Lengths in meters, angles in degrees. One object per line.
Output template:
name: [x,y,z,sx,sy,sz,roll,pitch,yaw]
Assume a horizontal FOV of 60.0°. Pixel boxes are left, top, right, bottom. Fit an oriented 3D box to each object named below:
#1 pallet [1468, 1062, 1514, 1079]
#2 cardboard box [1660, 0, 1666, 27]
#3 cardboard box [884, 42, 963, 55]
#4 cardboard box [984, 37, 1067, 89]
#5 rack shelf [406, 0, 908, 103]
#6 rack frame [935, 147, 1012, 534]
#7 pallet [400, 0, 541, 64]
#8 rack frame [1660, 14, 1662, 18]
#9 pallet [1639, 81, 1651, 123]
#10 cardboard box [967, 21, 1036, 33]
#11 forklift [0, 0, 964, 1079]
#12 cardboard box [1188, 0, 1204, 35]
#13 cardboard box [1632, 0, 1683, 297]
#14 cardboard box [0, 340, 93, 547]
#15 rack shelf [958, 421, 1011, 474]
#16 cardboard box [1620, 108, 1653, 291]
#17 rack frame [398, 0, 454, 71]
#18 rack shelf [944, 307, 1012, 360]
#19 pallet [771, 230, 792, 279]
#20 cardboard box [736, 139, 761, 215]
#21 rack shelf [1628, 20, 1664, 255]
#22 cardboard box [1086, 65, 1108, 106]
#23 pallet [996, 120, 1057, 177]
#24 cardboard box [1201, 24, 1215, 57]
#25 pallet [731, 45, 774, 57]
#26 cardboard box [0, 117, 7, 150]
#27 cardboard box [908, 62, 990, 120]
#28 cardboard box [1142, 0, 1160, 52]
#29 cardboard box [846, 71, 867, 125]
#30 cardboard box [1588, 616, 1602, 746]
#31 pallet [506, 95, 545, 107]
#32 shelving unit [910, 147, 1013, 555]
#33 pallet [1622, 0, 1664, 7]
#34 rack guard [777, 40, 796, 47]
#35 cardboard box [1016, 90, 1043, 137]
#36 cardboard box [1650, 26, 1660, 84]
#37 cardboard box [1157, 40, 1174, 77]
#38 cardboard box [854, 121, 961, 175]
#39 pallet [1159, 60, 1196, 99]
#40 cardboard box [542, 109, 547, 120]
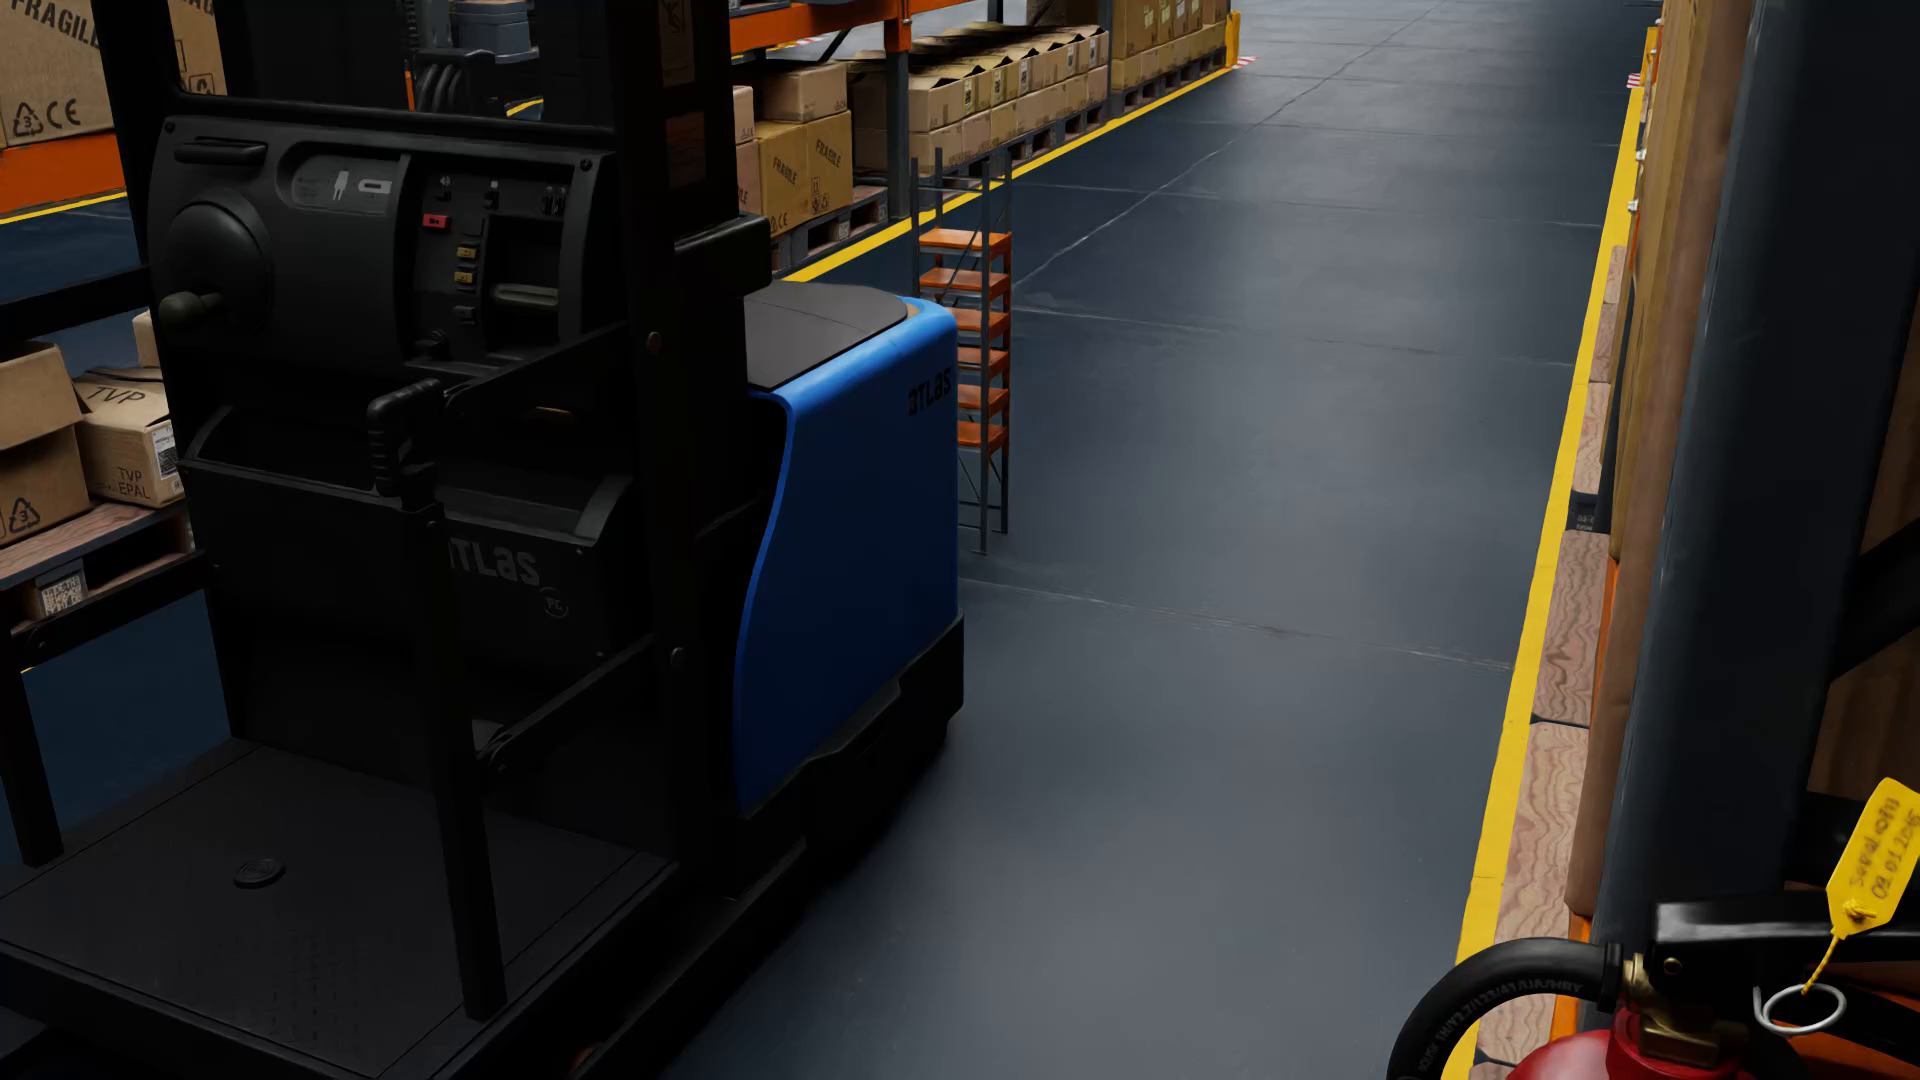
pallet: [1.073,1.221,2.053,1.003,0.211,1.213,9,24,20]
cardboard box: [3.204,-2.268,7.088,0.380,0.149,0.250,10,25,22]
cardboard box: [-0.249,-3.292,11.533,0.500,0.311,0.500,9,24,22]
cardboard box: [0.446,-3.403,11.800,0.500,0.311,0.500,9,24,20]
rack shelf: [-1.523,-2.291,7.777,1.077,0.370,4.000,9,24,20]
rack frame: [0.039,-0.592,5.110,0.240,1.200,0.006,9,24,20]
pallet: [-1.868,-2.089,6.609,1.003,0.211,1.213,9,24,20]
rack frame: [6.792,-5.494,14.511,1.000,3.000,0.127,9,24,20]
pallet: [5.974,-3.459,13.258,1.003,0.211,1.213,9,24,20]
cardboard box: [0.321,-3.842,12.851,0.500,0.311,0.500,9,24,20]
forklift: [-1.069,-0.465,2.561,1.130,2.935,3.031,10,25,23]
cardboard box: [1.911,-4.878,15.087,0.500,0.500,0.500,9,24,20]
cardboard box: [1.581,-0.624,2.463,0.980,0.700,0.700,8,24,17]
cardboard box: [-2.959,-0.286,4.710,0.797,0.503,0.637,9,24,20]
rack shelf: [0.005,-0.296,5.141,0.258,0.103,0.180,9,24,20]
cardboard box: [3.094,-1.276,6.657,0.750,0.750,0.750,9,24,20]
rack frame: [-2.266,-1.908,5.925,1.000,3.000,0.127,9,24,20]
rack shelf: [0.005,-0.629,5.002,0.258,0.103,0.180,9,24,20]
pallet: [-1.547,-1.355,8.221,1.003,0.211,1.213,9,24,20]
cardboard box: [-1.291,-1.646,7.972,0.500,0.500,0.500,8,24,18]
rack shelf: [3.077,-1.583,6.082,1.077,0.370,4.000,9,24,20]
cardboard box: [0.821,-3.505,12.773,0.500,0.250,0.500,9,24,20]
pallet: [0.016,-2.776,11.623,1.003,0.211,1.213,9,24,20]
cardboard box: [2.092,-4.712,15.661,0.500,0.250,0.500,9,24,20]
pallet: [-2.698,-5.302,17.669,1.003,0.211,1.213,9,24,20]
cardboard box: [-2.779,-1.187,4.069,0.500,0.500,0.500,9,24,21]
cardboard box: [-0.126,-2.857,10.494,0.500,0.311,0.500,8,24,19]
cardboard box: [1.347,-4.343,13.804,0.500,0.500,0.500,9,24,20]
cardboard box: [-0.814,-2.745,10.226,0.500,0.311,0.500,9,24,21]
cardboard box: [1.772,0.192,3.596,0.700,0.500,0.500,9,24,20]
pallet: [-4.148,-3.908,14.331,1.003,0.211,1.213,9,24,20]
shelving unit: [0.005,-0.559,5.031,0.258,1.200,0.189,9,24,20]
pallet: [3.986,-2.813,8.341,1.213,0.211,1.003,9,24,20]
rack guard: [-2.391,-5.725,18.307,1.175,0.500,0.348,9,24,20]
cardboard box: [0.251,-2.960,11.466,0.500,0.250,0.500,9,24,21]
cardboard box: [5.921,-3.849,13.246,0.700,0.500,0.500,7,24,17]
cardboard box: [1.540,-4.174,14.374,0.500,0.250,0.500,9,24,20]
cardboard box: [-0.313,-2.409,10.149,0.500,0.250,0.500,9,24,20]
pallet: [1.491,-4.200,15.032,1.003,0.211,1.213,9,24,20]
cardboard box: [-1.489,-1.799,7.365,0.500,0.250,0.500,9,24,20]
